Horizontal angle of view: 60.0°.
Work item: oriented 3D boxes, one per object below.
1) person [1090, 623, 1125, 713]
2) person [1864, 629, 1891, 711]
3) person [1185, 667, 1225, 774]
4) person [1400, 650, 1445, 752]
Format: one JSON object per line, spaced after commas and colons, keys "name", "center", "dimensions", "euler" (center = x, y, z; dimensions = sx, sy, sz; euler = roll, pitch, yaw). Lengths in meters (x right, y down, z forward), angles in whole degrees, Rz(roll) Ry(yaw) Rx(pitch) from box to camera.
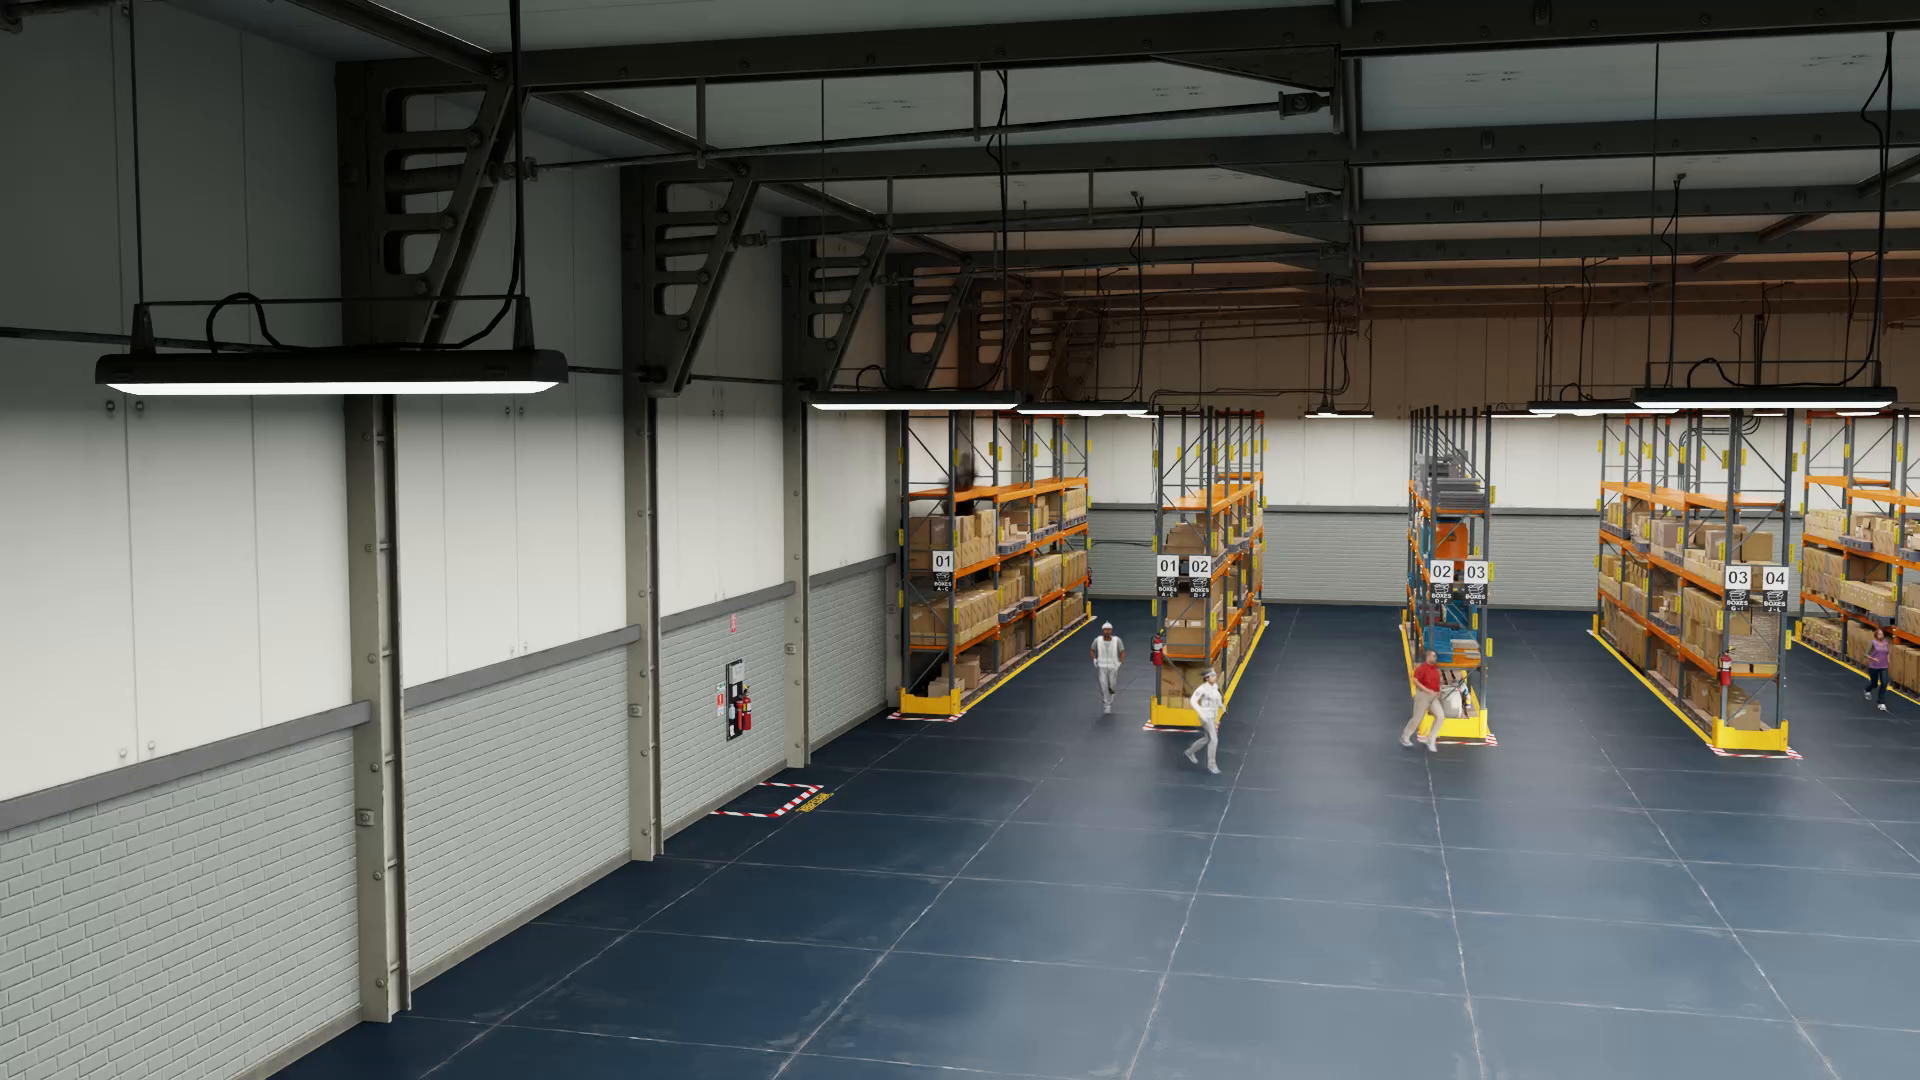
{"name": "person", "center": [2.890, 2.482, 32.634], "dimensions": [0.685, 1.743, 0.708], "euler": [0, 4, 6]}
{"name": "person", "center": [18.286, 2.555, 33.127], "dimensions": [0.539, 1.591, 0.831], "euler": [1, 4, 7]}
{"name": "person", "center": [4.023, 2.935, 27.236], "dimensions": [0.715, 1.747, 0.631], "euler": [4, 5, 41]}
{"name": "person", "center": [8.157, 2.808, 29.082], "dimensions": [0.735, 1.760, 0.700], "euler": [-3, 5, -35]}
